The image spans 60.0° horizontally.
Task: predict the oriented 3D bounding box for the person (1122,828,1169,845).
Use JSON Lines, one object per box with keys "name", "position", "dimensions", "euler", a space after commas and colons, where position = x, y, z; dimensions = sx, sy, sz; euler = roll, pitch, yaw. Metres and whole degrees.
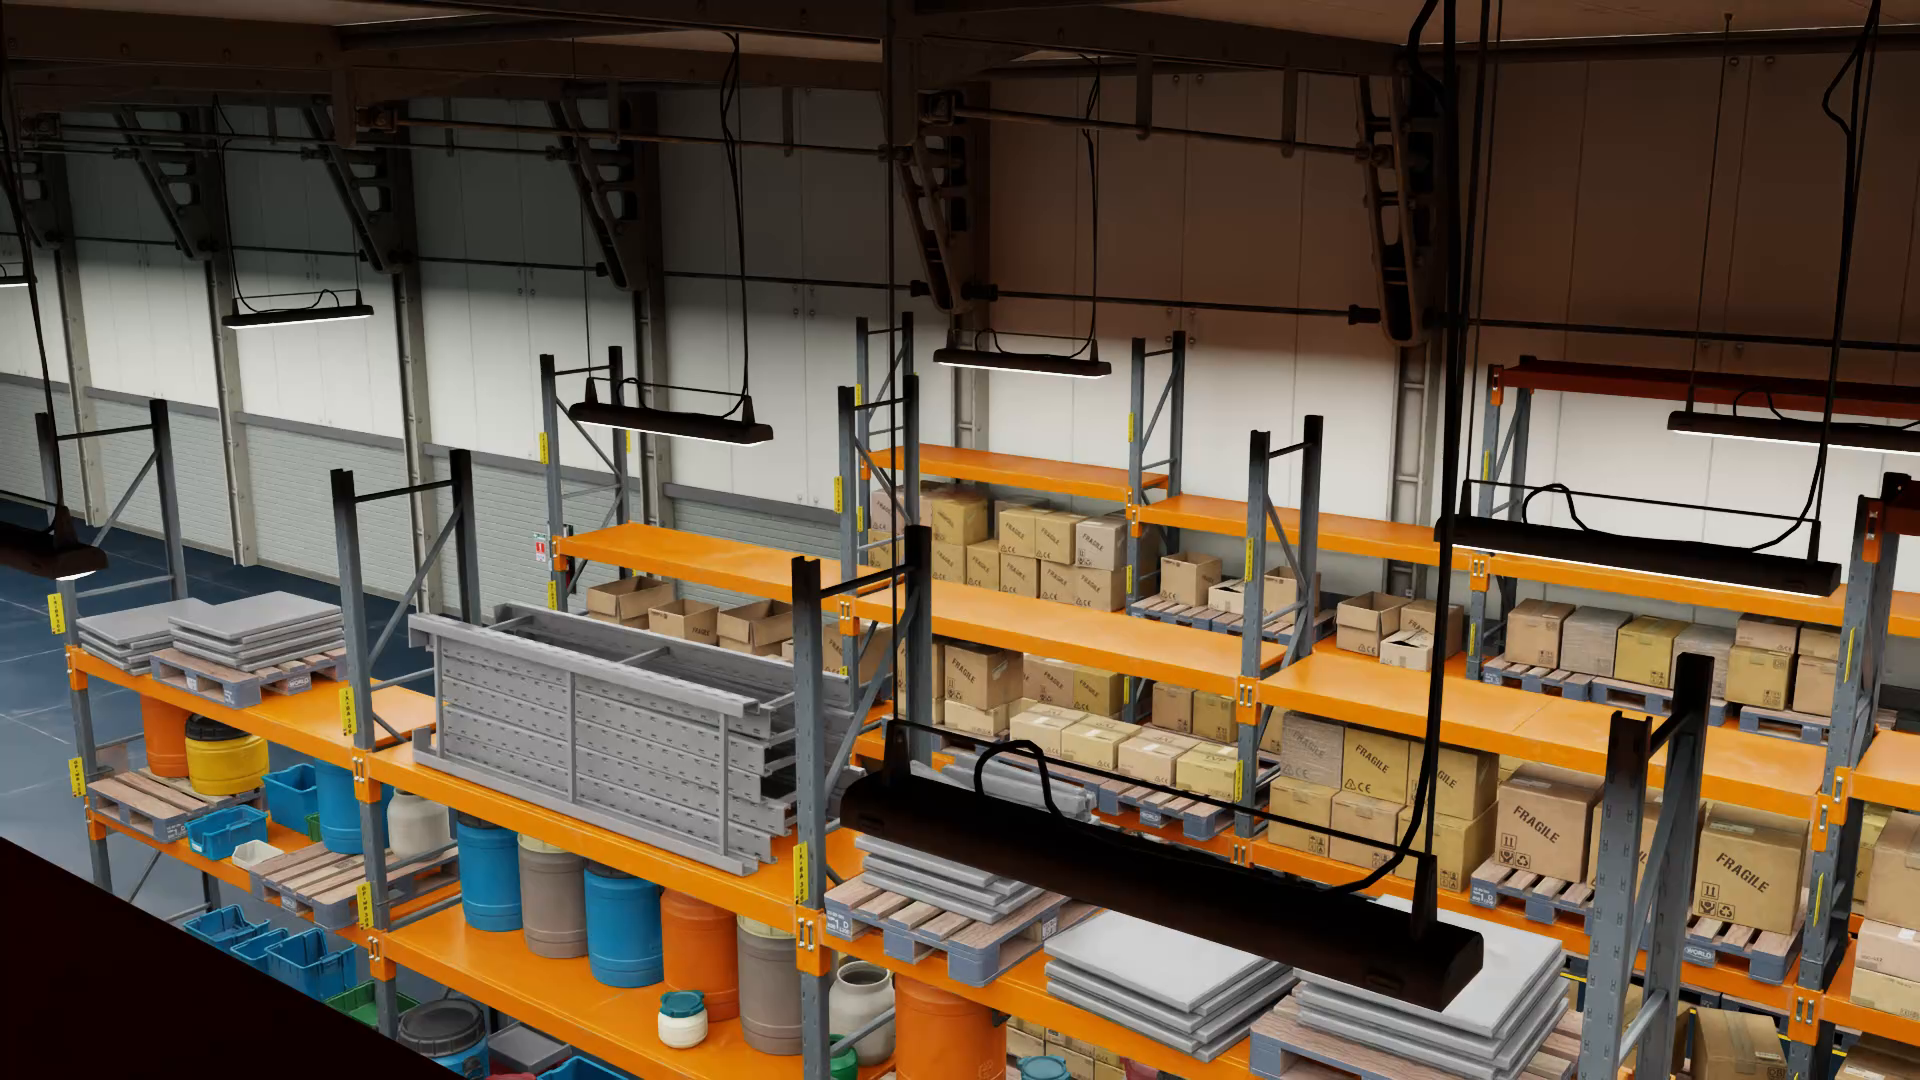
{"name": "person", "position": [1.988, 3.138, 17.839], "dimensions": [1.069, 1.719, 0.550], "euler": [5, 14, 21]}
